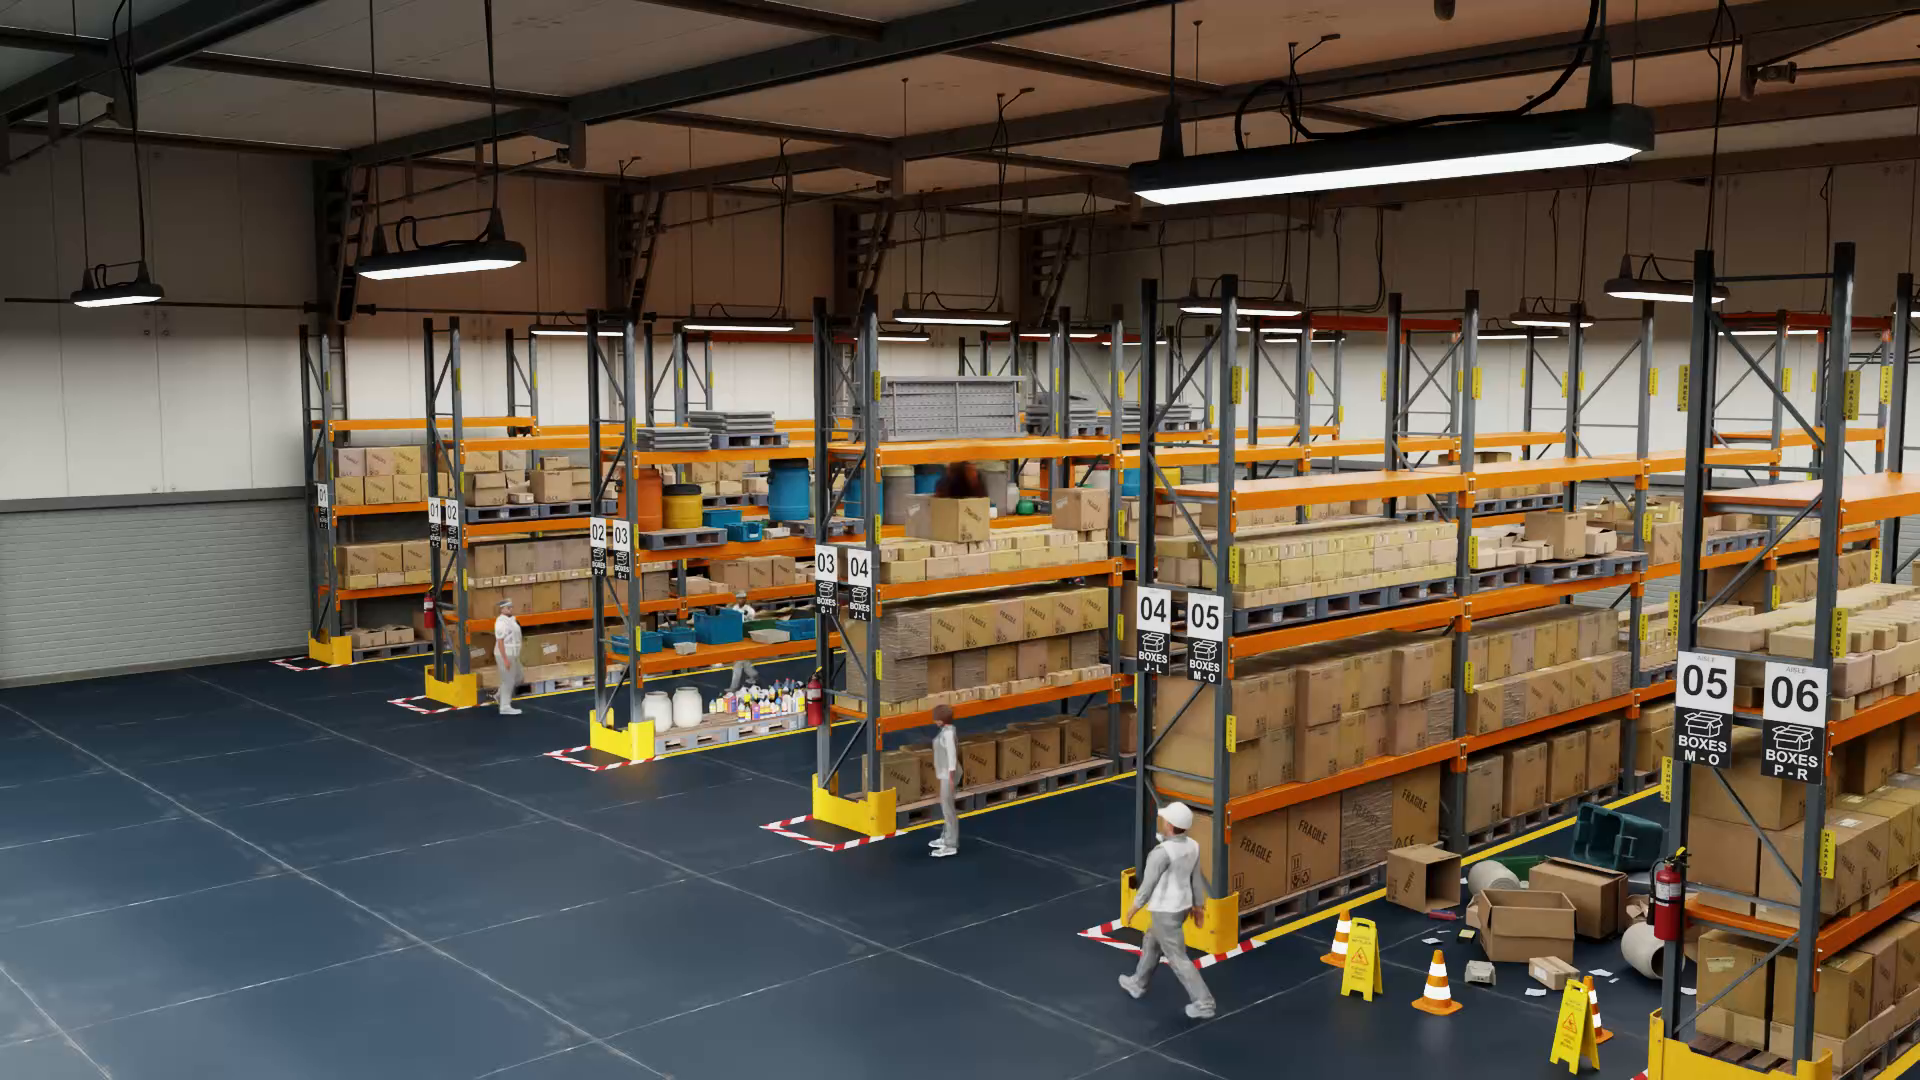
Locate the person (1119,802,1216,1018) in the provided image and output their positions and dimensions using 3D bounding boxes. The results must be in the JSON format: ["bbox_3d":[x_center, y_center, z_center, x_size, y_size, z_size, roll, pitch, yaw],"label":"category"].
[{"bbox_3d":[1.647,2.953,13.410,1.026,1.728,0.531,4,7,33],"label":"person"}]

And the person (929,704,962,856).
[{"bbox_3d":[-0.163,2.563,17.900,0.352,1.598,0.487,0,6,-1],"label":"person"}]

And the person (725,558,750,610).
[{"bbox_3d":[-4.242,1.154,31.735,0.974,1.615,0.607,-5,8,-42],"label":"person"}]

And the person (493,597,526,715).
[{"bbox_3d":[-6.828,1.744,25.097,0.492,1.781,0.591,-1,6,-11],"label":"person"}]

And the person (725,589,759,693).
[{"bbox_3d":[-3.554,1.618,27.069,0.433,1.637,0.938,4,7,35],"label":"person"}]
